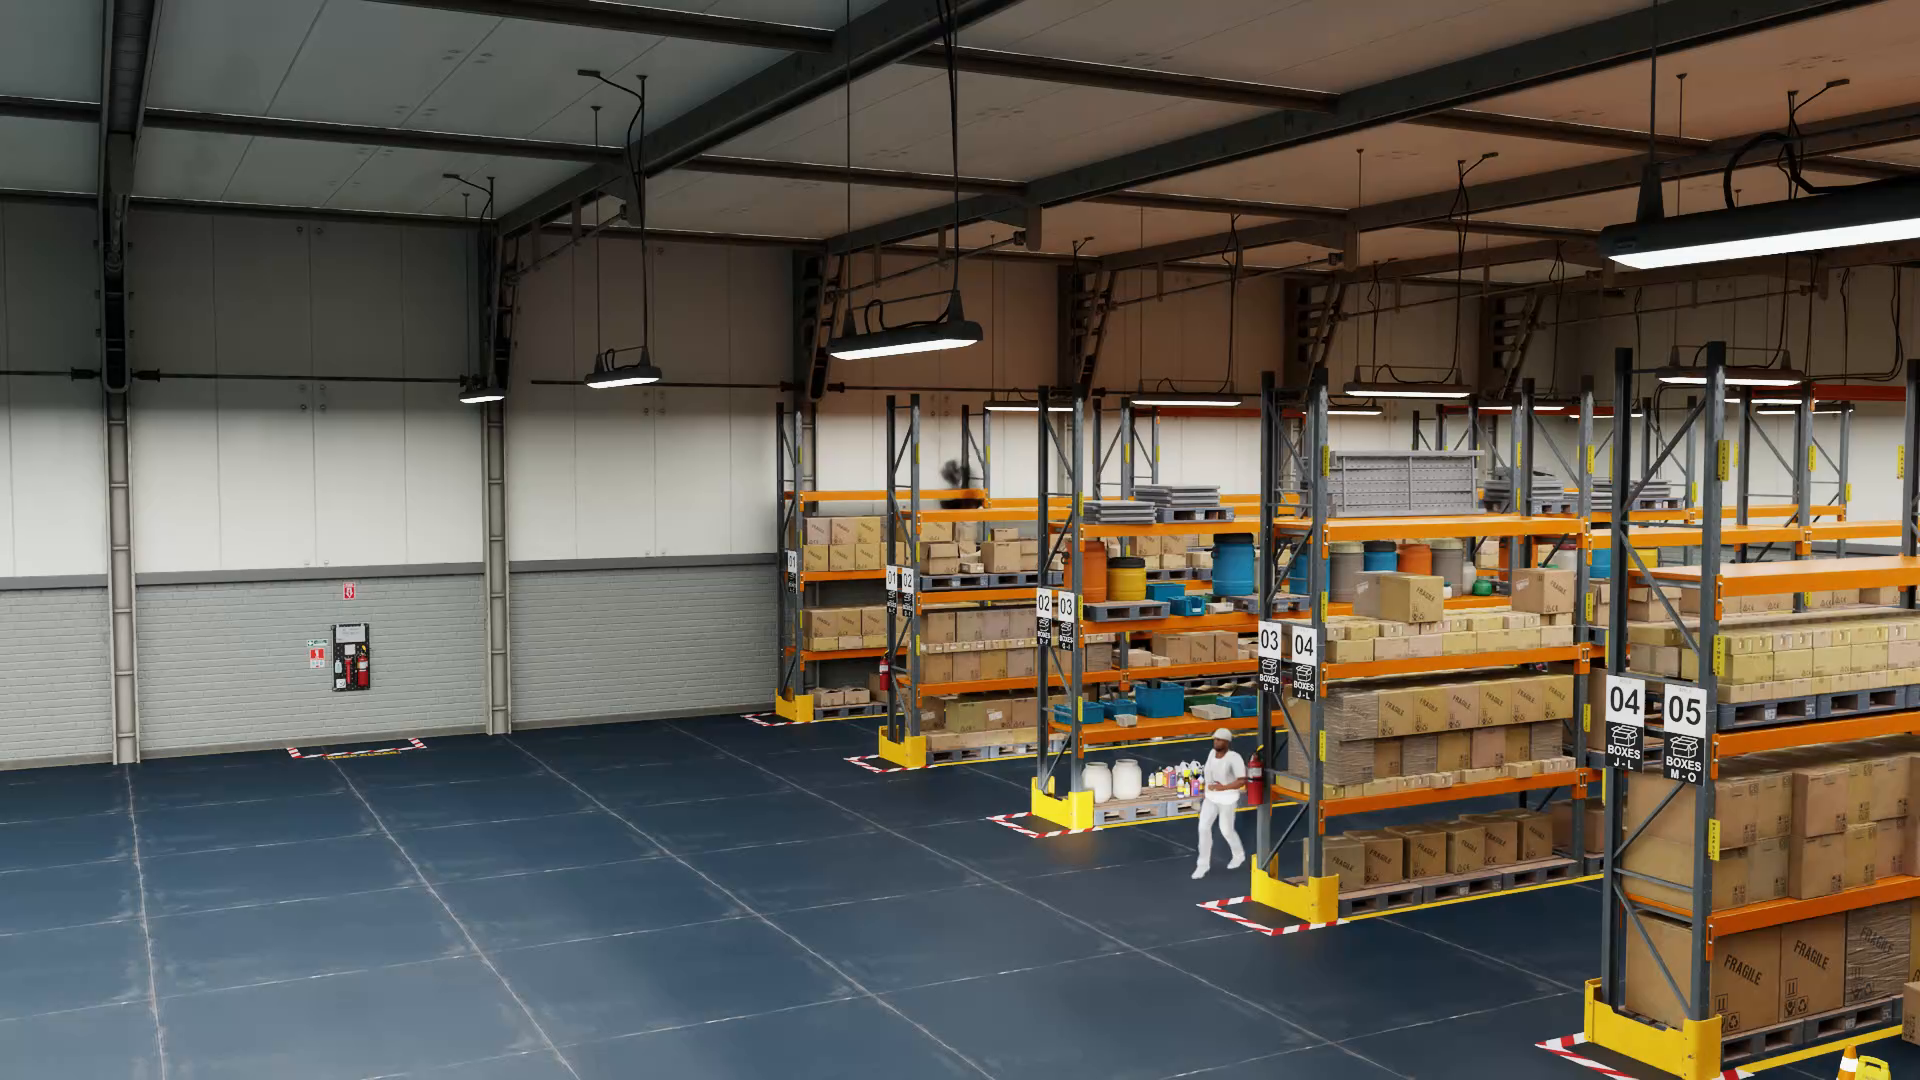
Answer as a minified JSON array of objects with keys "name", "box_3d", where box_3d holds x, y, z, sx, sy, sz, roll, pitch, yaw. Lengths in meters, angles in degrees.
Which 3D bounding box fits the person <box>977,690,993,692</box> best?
[{"name":"person","box_3d":[0.520,2.655,29.965,0.559,1.622,0.576,-2,4,-31]}]

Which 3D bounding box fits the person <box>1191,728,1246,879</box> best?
[{"name":"person","box_3d":[3.161,3.162,20.010,0.824,1.823,0.686,-3,4,-43]}]
